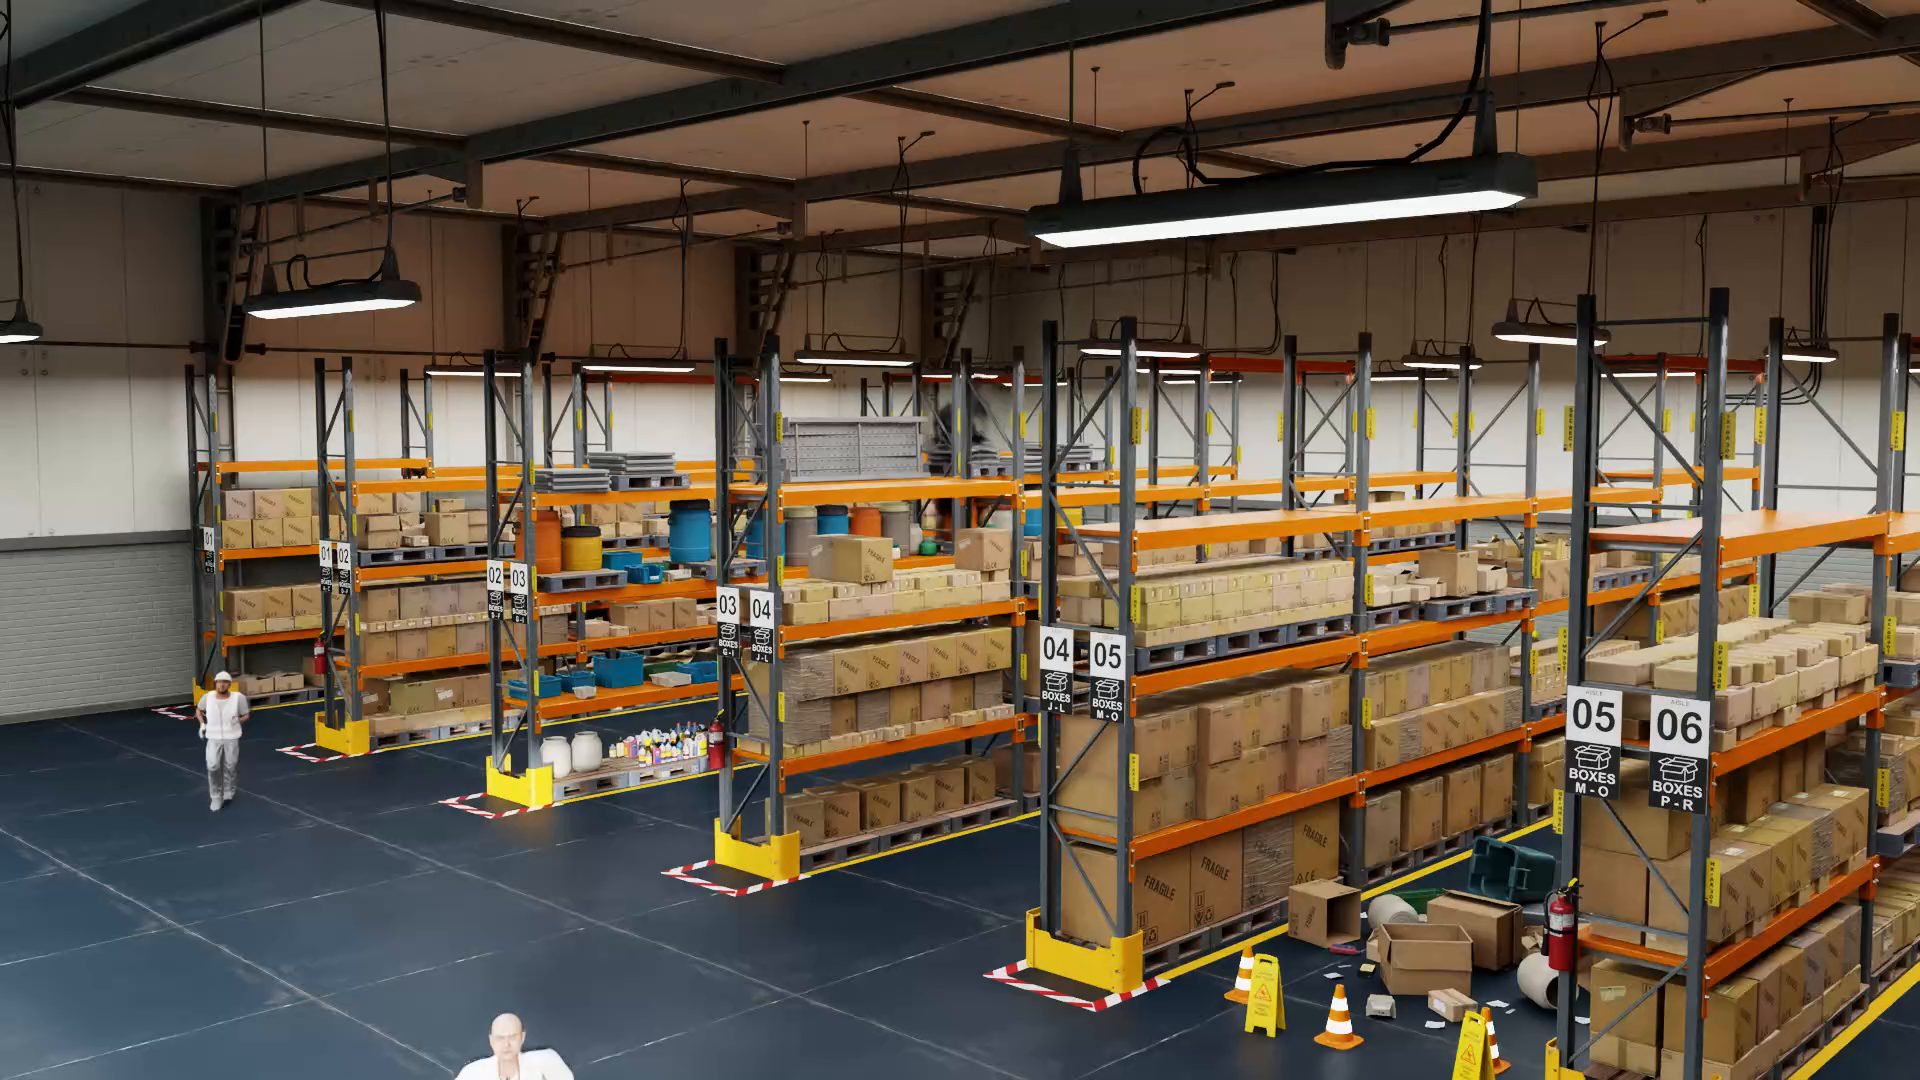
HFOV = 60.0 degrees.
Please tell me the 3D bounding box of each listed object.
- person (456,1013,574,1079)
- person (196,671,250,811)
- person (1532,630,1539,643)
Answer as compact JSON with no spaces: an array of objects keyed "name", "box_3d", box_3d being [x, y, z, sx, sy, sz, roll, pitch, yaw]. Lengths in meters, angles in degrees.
[{"name":"person","box_3d":[-2.521,3.540,9.309,0.701,1.808,0.986,-1,4,-11]},{"name":"person","box_3d":[-9.618,2.622,21.715,0.654,1.822,0.746,-2,5,-21]},{"name":"person","box_3d":[8.898,2.287,25.941,0.899,1.811,0.686,-4,6,-44]}]
